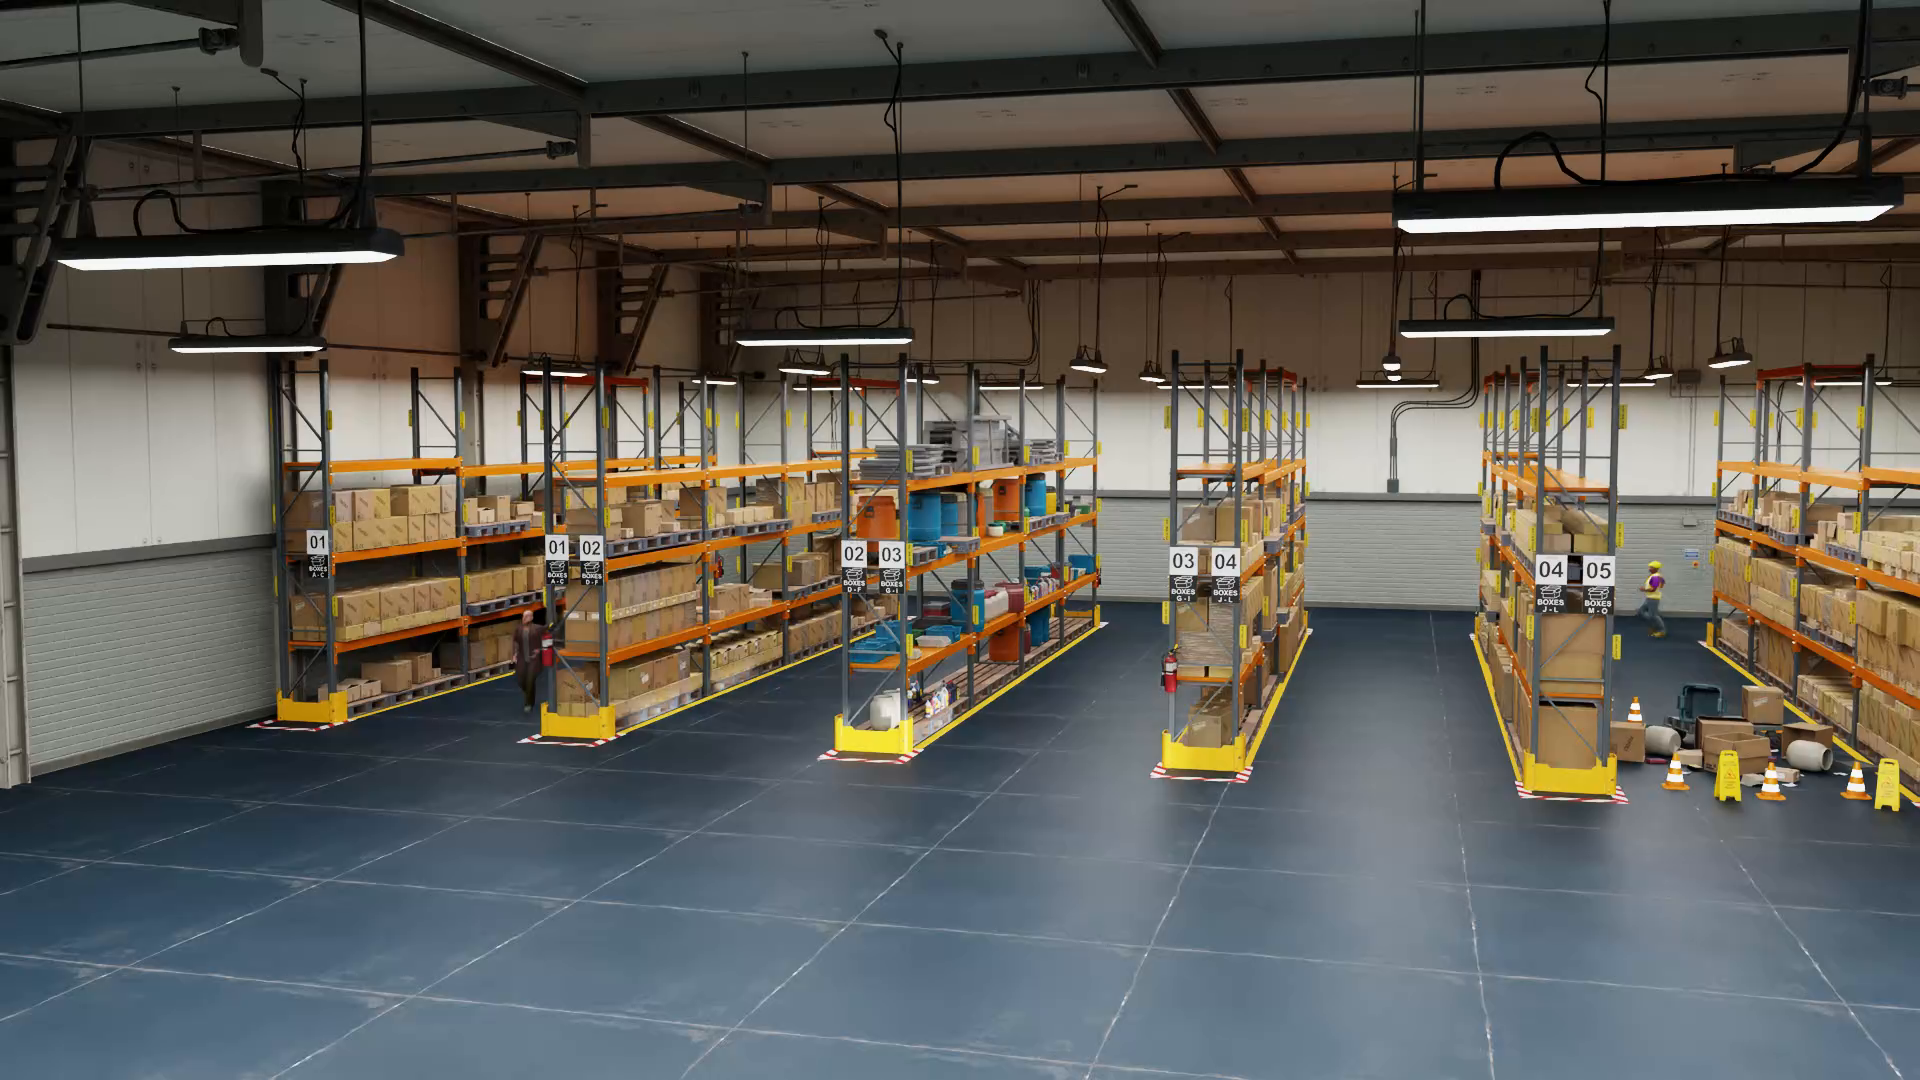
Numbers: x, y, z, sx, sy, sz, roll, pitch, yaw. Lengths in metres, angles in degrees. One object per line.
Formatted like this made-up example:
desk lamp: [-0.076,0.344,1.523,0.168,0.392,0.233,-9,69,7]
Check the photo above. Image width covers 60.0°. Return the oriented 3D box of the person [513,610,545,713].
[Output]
person: [-7.399,2.083,28.681,0.705,1.739,0.687,1,4,7]

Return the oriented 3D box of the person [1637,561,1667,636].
person: [15.982,1.359,38.432,0.687,1.758,0.675,1,4,14]

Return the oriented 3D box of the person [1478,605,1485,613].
person: [12.519,1.333,39.198,0.550,1.712,0.708,1,4,12]
